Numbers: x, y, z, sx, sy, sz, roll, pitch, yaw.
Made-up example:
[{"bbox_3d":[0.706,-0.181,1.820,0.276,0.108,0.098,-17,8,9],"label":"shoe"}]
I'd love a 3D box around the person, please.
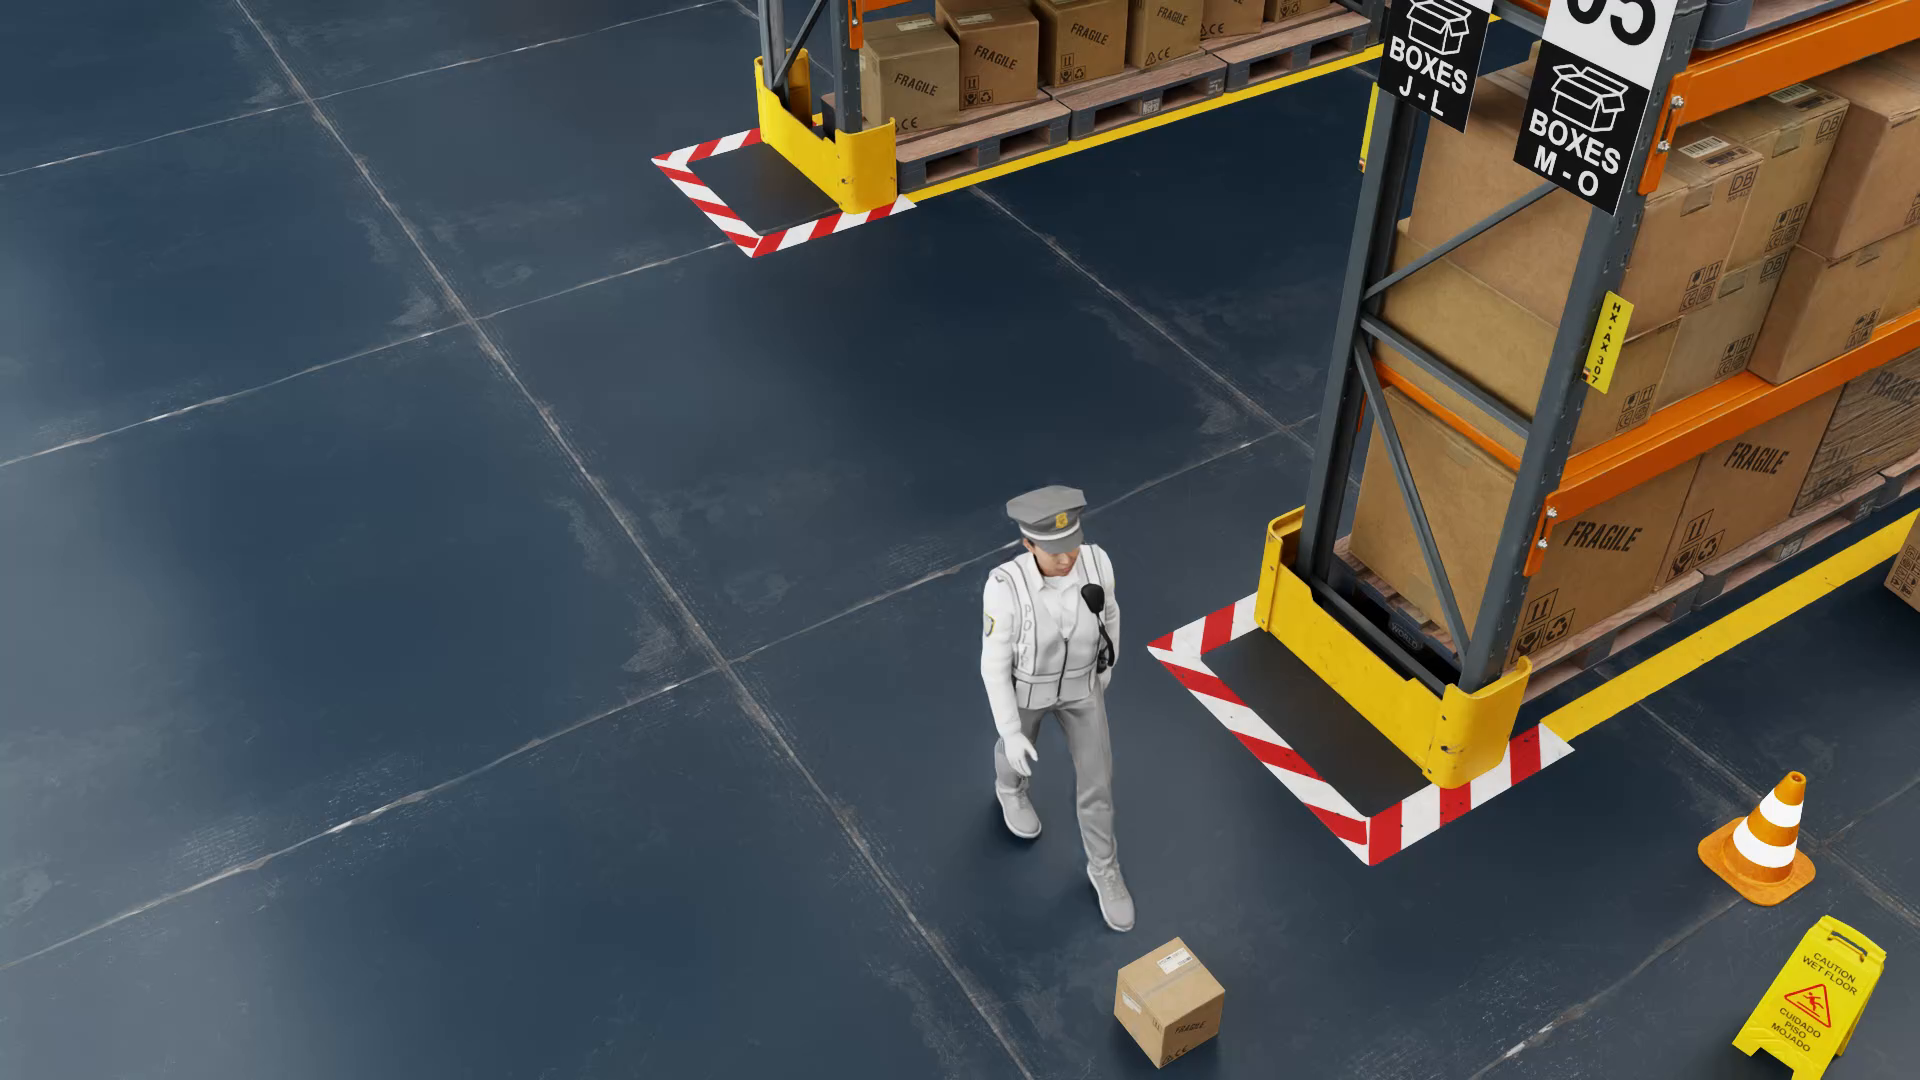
[{"bbox_3d":[0.324,0.542,5.525,0.525,1.685,0.744,-11,42,-12],"label":"person"}]
